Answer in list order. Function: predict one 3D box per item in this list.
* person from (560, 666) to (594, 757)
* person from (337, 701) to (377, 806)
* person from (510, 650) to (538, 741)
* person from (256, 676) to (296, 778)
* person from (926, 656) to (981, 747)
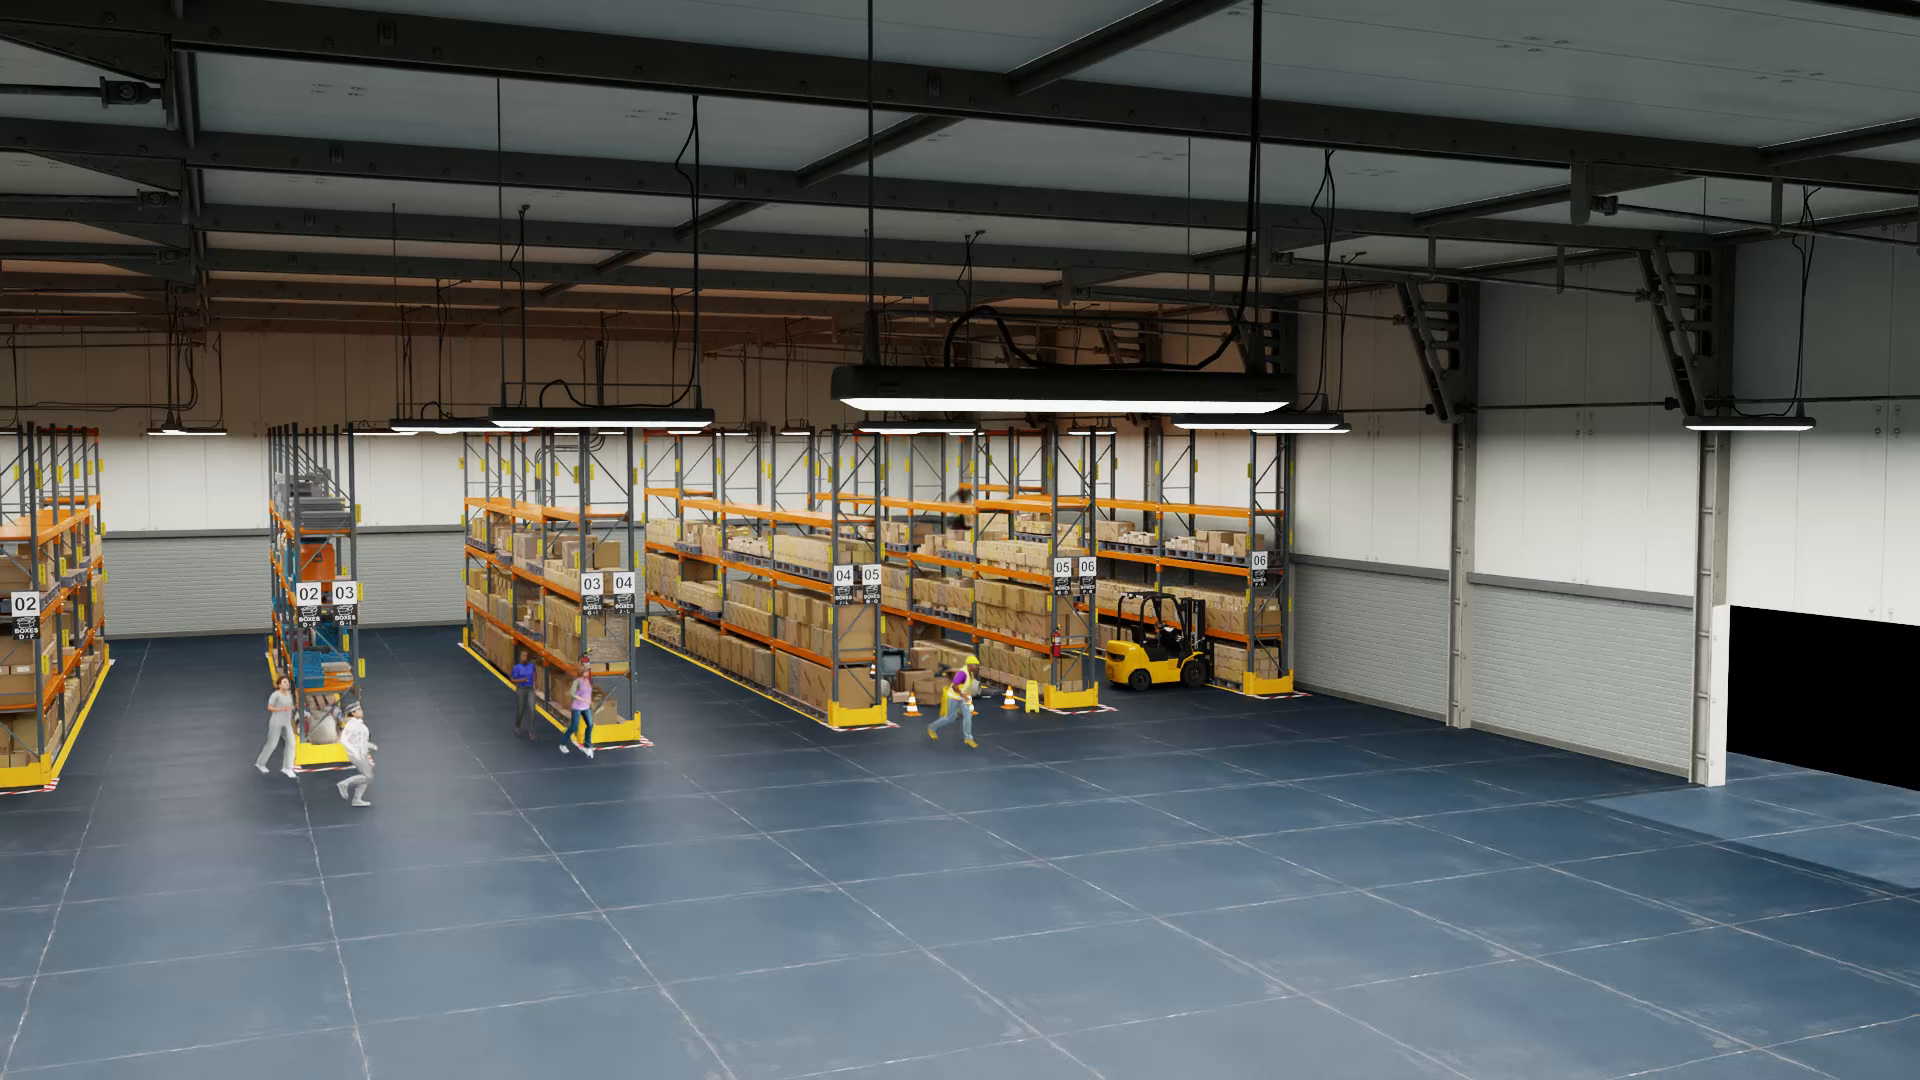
[{"bbox_3d":[-6.839,3.078,30.106,0.731,1.609,0.600,2,4,31],"label":"person"},{"bbox_3d":[-9.368,3.319,25.844,0.553,1.646,0.614,0,3,-2],"label":"person"},{"bbox_3d":[-8.280,2.941,31.674,0.579,1.653,0.875,-2,4,-31],"label":"person"},{"bbox_3d":[-11.558,3.160,28.266,0.815,1.709,0.574,2,4,25],"label":"person"},{"bbox_3d":[-0.118,2.940,31.019,1.047,1.590,0.734,1,4,13],"label":"person"}]
